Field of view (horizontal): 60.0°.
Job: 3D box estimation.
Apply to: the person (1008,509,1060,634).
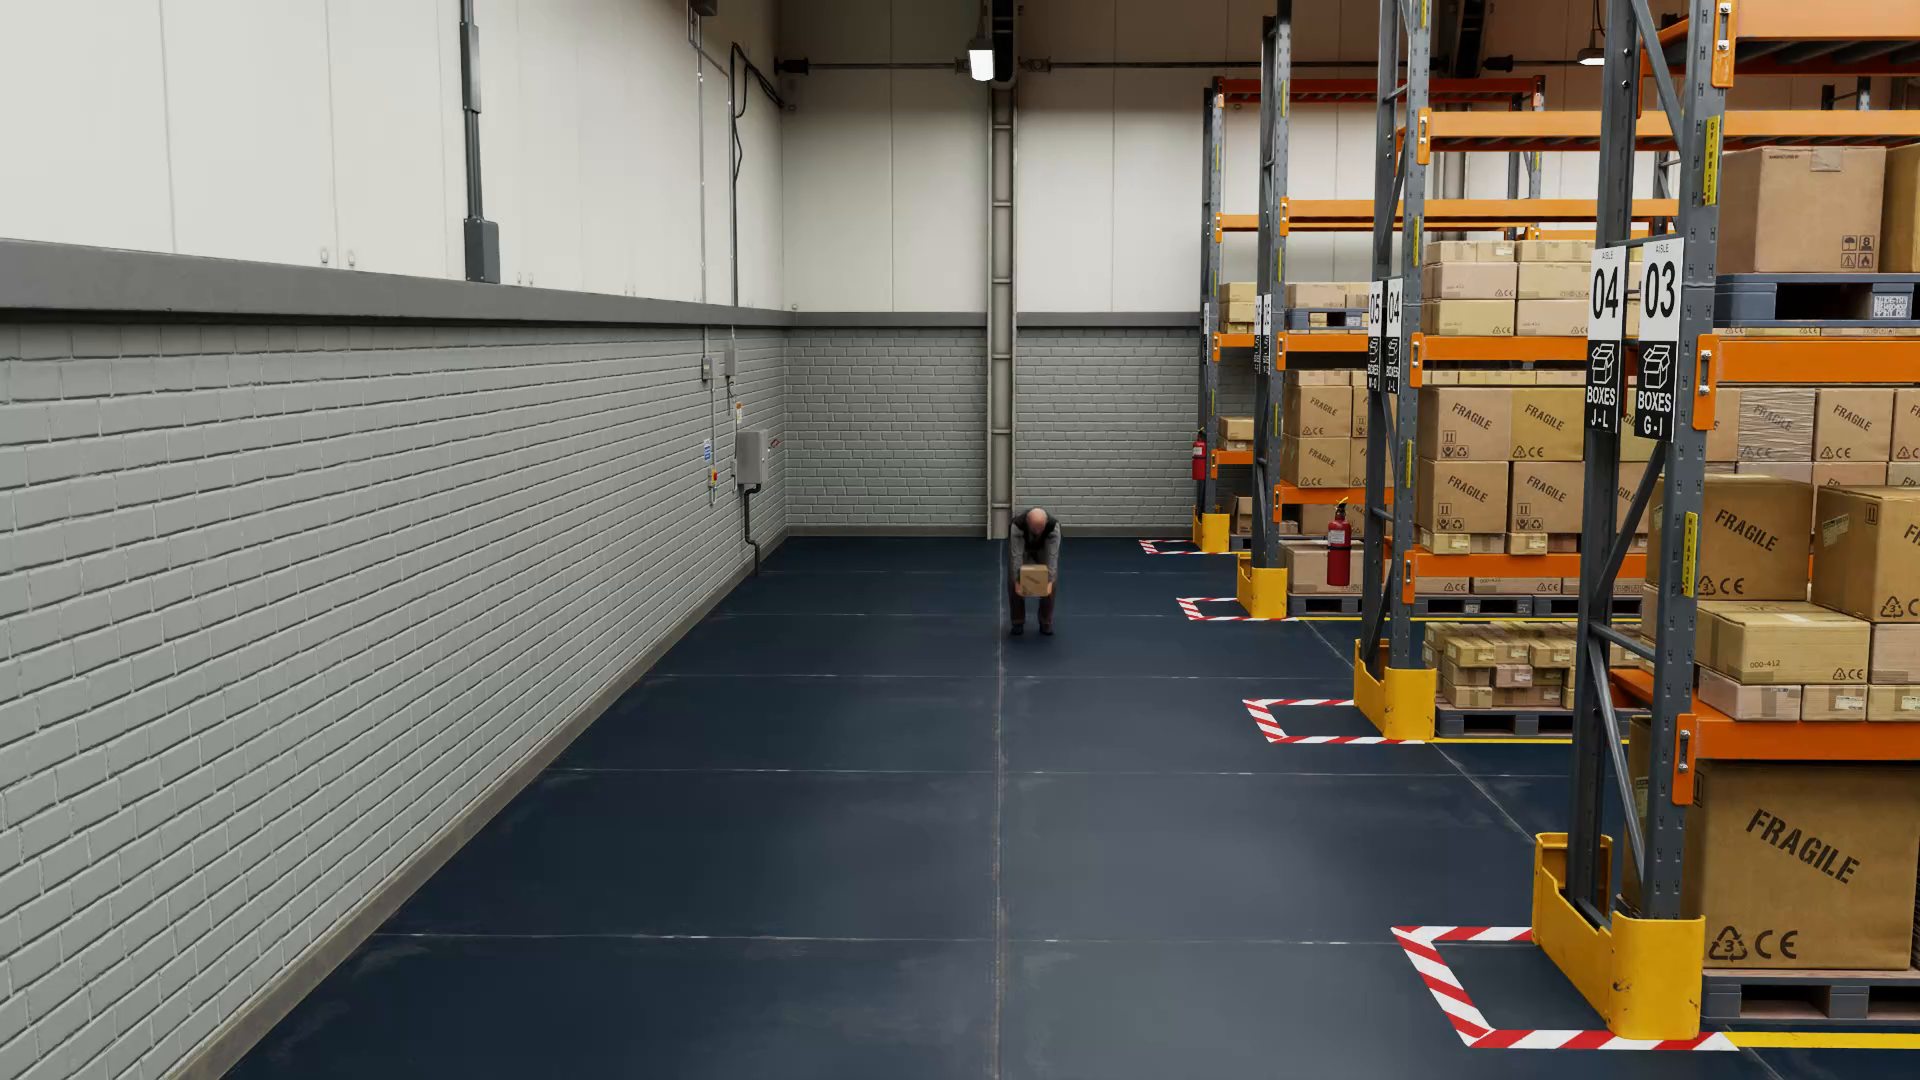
[{"bbox_3d":[0.688,0.286,15.513,0.475,1.245,0.918,0,7,-1],"label":"person"}]
